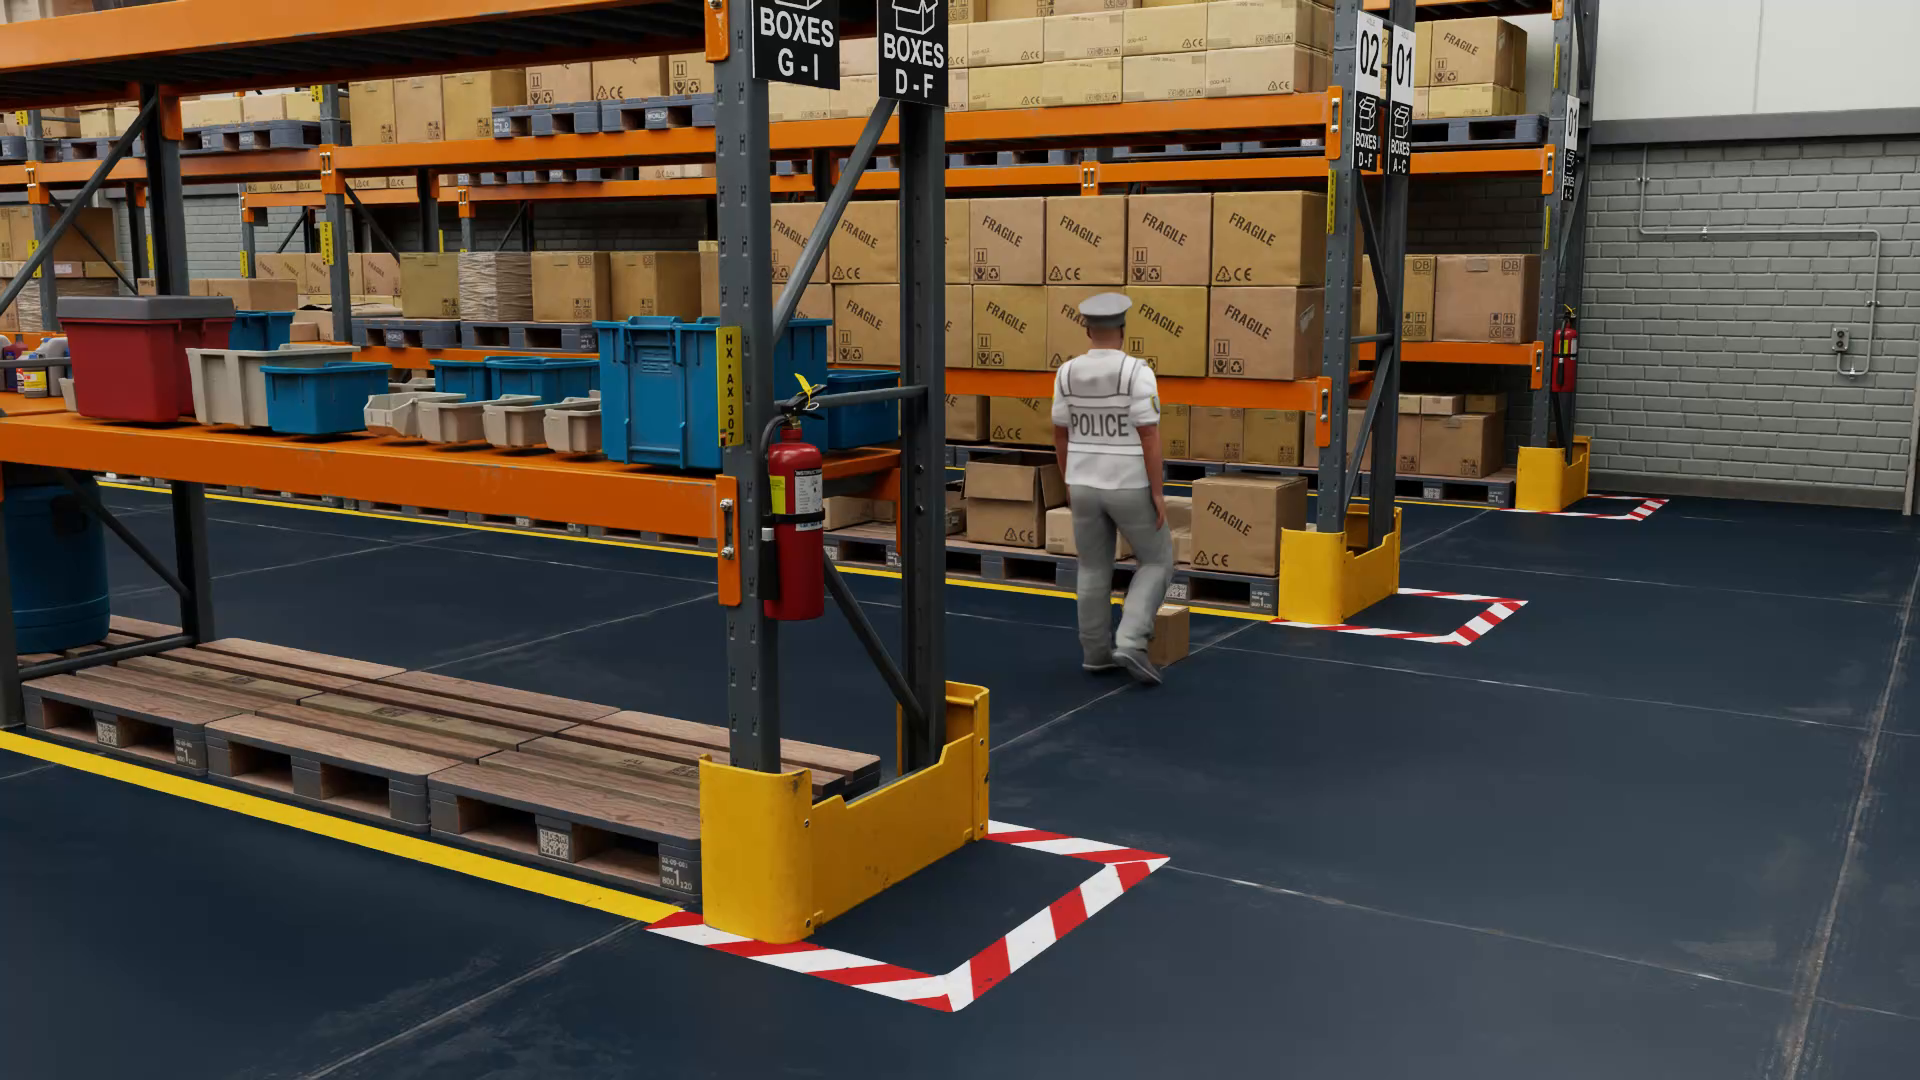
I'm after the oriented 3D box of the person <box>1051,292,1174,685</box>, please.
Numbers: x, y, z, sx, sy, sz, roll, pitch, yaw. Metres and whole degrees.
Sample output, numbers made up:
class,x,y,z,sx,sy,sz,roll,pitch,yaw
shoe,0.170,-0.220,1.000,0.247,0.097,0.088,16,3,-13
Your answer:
class,x,y,z,sx,sy,sz,roll,pitch,yaw
person,0.719,-0.230,7.692,0.567,1.815,0.488,6,11,31
